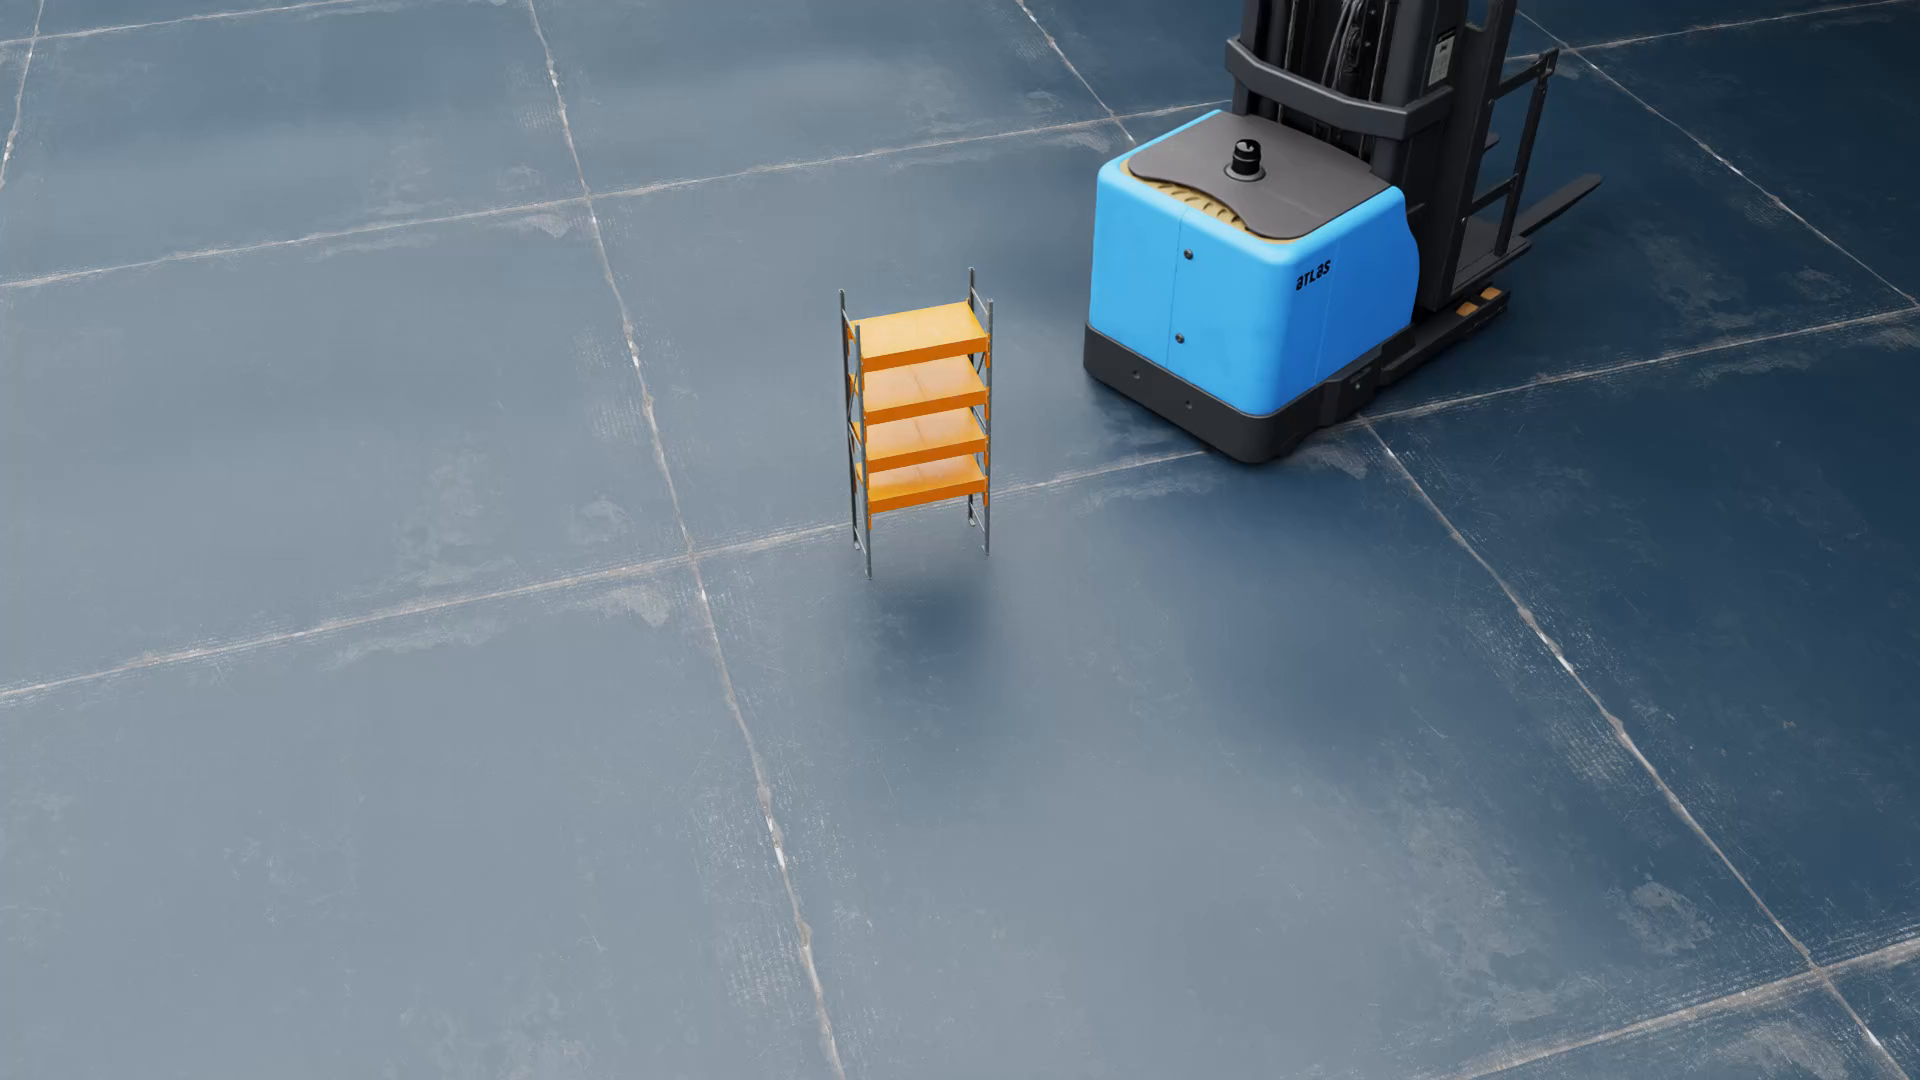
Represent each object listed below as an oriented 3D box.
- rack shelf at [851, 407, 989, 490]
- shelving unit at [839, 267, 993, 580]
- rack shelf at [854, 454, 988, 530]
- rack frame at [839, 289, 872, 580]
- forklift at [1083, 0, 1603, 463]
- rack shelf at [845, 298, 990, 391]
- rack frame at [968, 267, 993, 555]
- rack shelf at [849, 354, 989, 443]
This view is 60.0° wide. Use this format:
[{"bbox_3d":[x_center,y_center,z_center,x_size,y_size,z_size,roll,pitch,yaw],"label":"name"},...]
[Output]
[{"bbox_3d":[-0.158,-0.368,6.362,0.480,0.148,0.258,-12,42,-13],"label":"rack shelf"},{"bbox_3d":[-0.158,-0.419,6.318,0.503,1.200,0.258,-12,42,-13],"label":"shelving unit"},{"bbox_3d":[-0.158,-0.219,6.493,0.480,0.148,0.258,-12,42,-13],"label":"rack shelf"},{"bbox_3d":[-0.391,-0.371,6.263,0.015,1.200,0.240,-12,42,-13],"label":"rack frame"},{"bbox_3d":[1.977,-2.279,7.131,3.031,2.935,1.130,-32,50,-31],"label":"forklift"},{"bbox_3d":[-0.158,-0.715,6.059,0.480,0.148,0.258,-12,42,-13],"label":"rack shelf"},{"bbox_3d":[0.075,-0.467,6.373,0.015,1.200,0.240,-12,42,-13],"label":"rack frame"},{"bbox_3d":[-0.158,-0.537,6.215,0.480,0.148,0.258,-12,42,-13],"label":"rack shelf"}]
